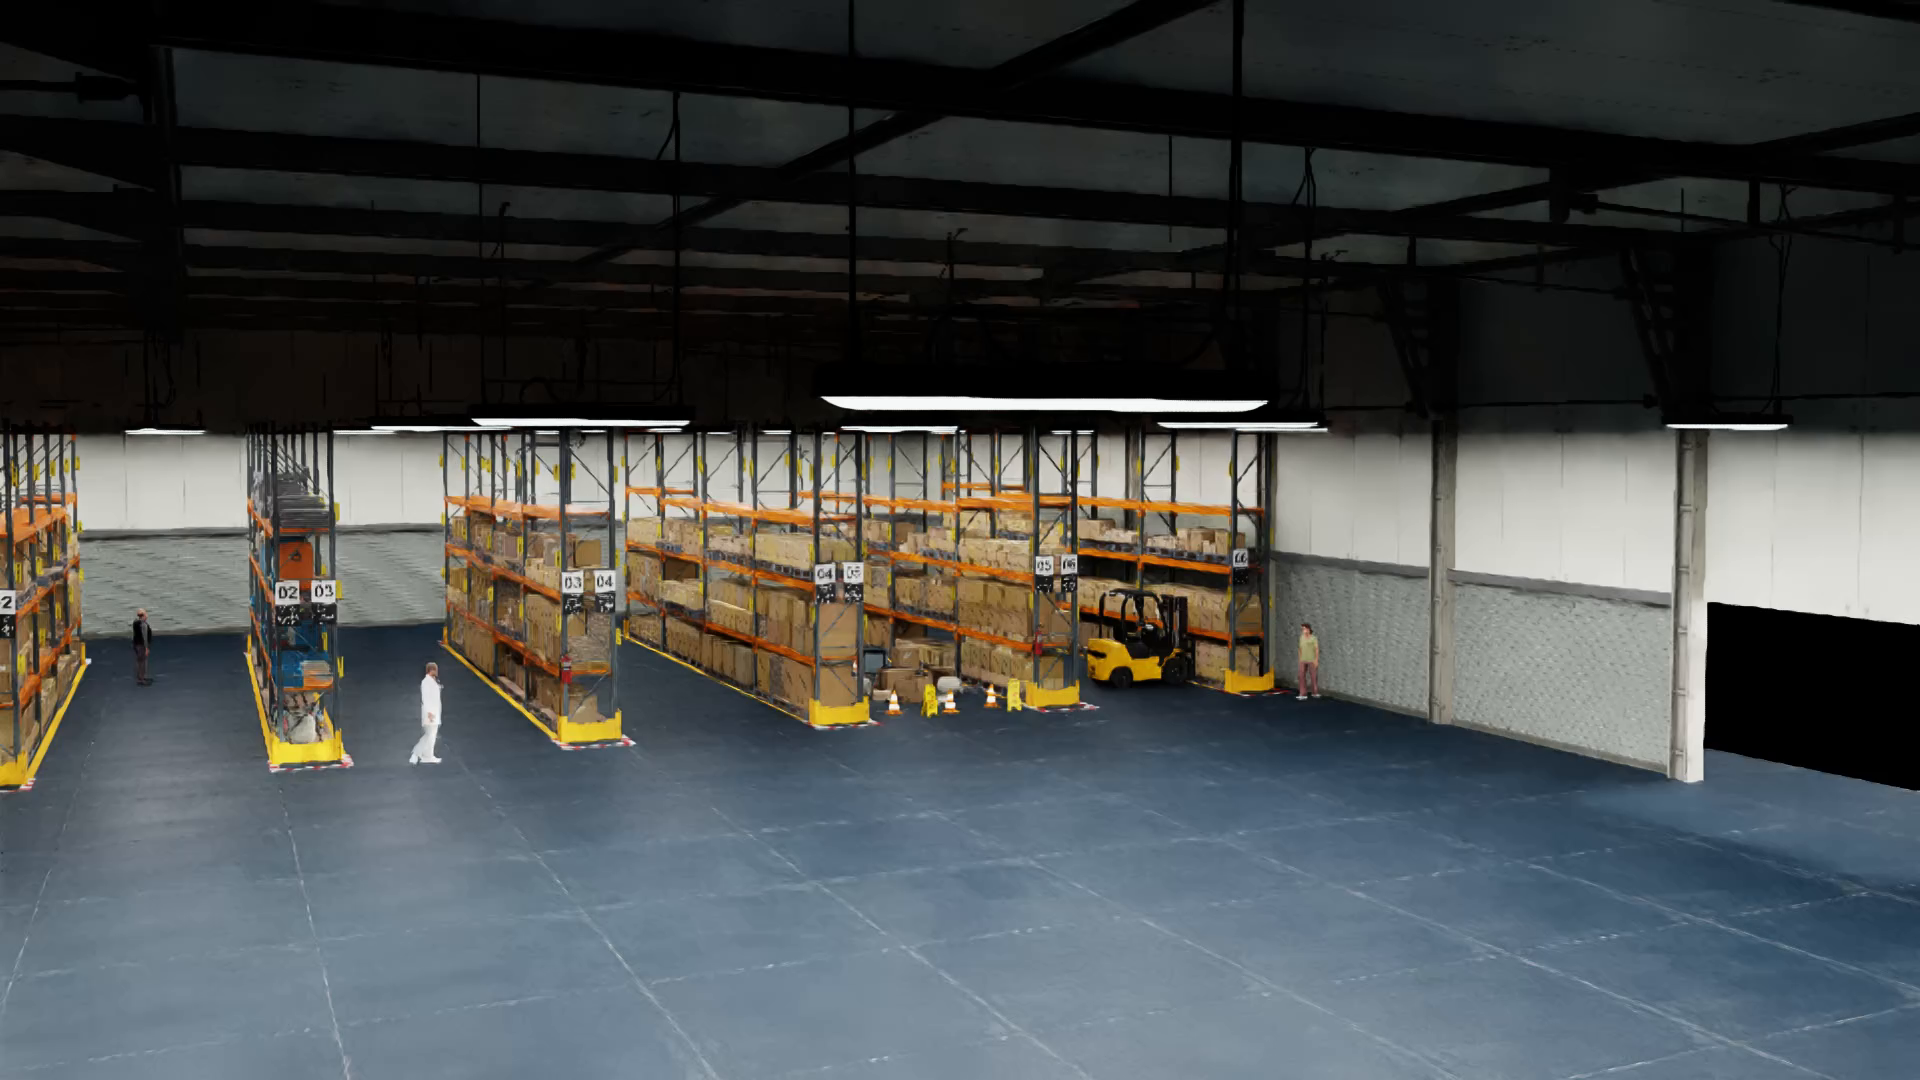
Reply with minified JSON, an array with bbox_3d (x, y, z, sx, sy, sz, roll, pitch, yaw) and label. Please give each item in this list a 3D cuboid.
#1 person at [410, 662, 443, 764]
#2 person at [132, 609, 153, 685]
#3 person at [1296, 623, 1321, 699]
[{"bbox_3d":[-9.286,3.012,28.982,0.520,1.770,0.759,0,4,3],"label":"person"},{"bbox_3d":[-18.804,2.449,38.328,0.598,1.731,0.463,4,5,45],"label":"person"},{"bbox_3d":[7.607,2.631,36.246,0.507,1.666,0.572,2,4,30],"label":"person"}]
